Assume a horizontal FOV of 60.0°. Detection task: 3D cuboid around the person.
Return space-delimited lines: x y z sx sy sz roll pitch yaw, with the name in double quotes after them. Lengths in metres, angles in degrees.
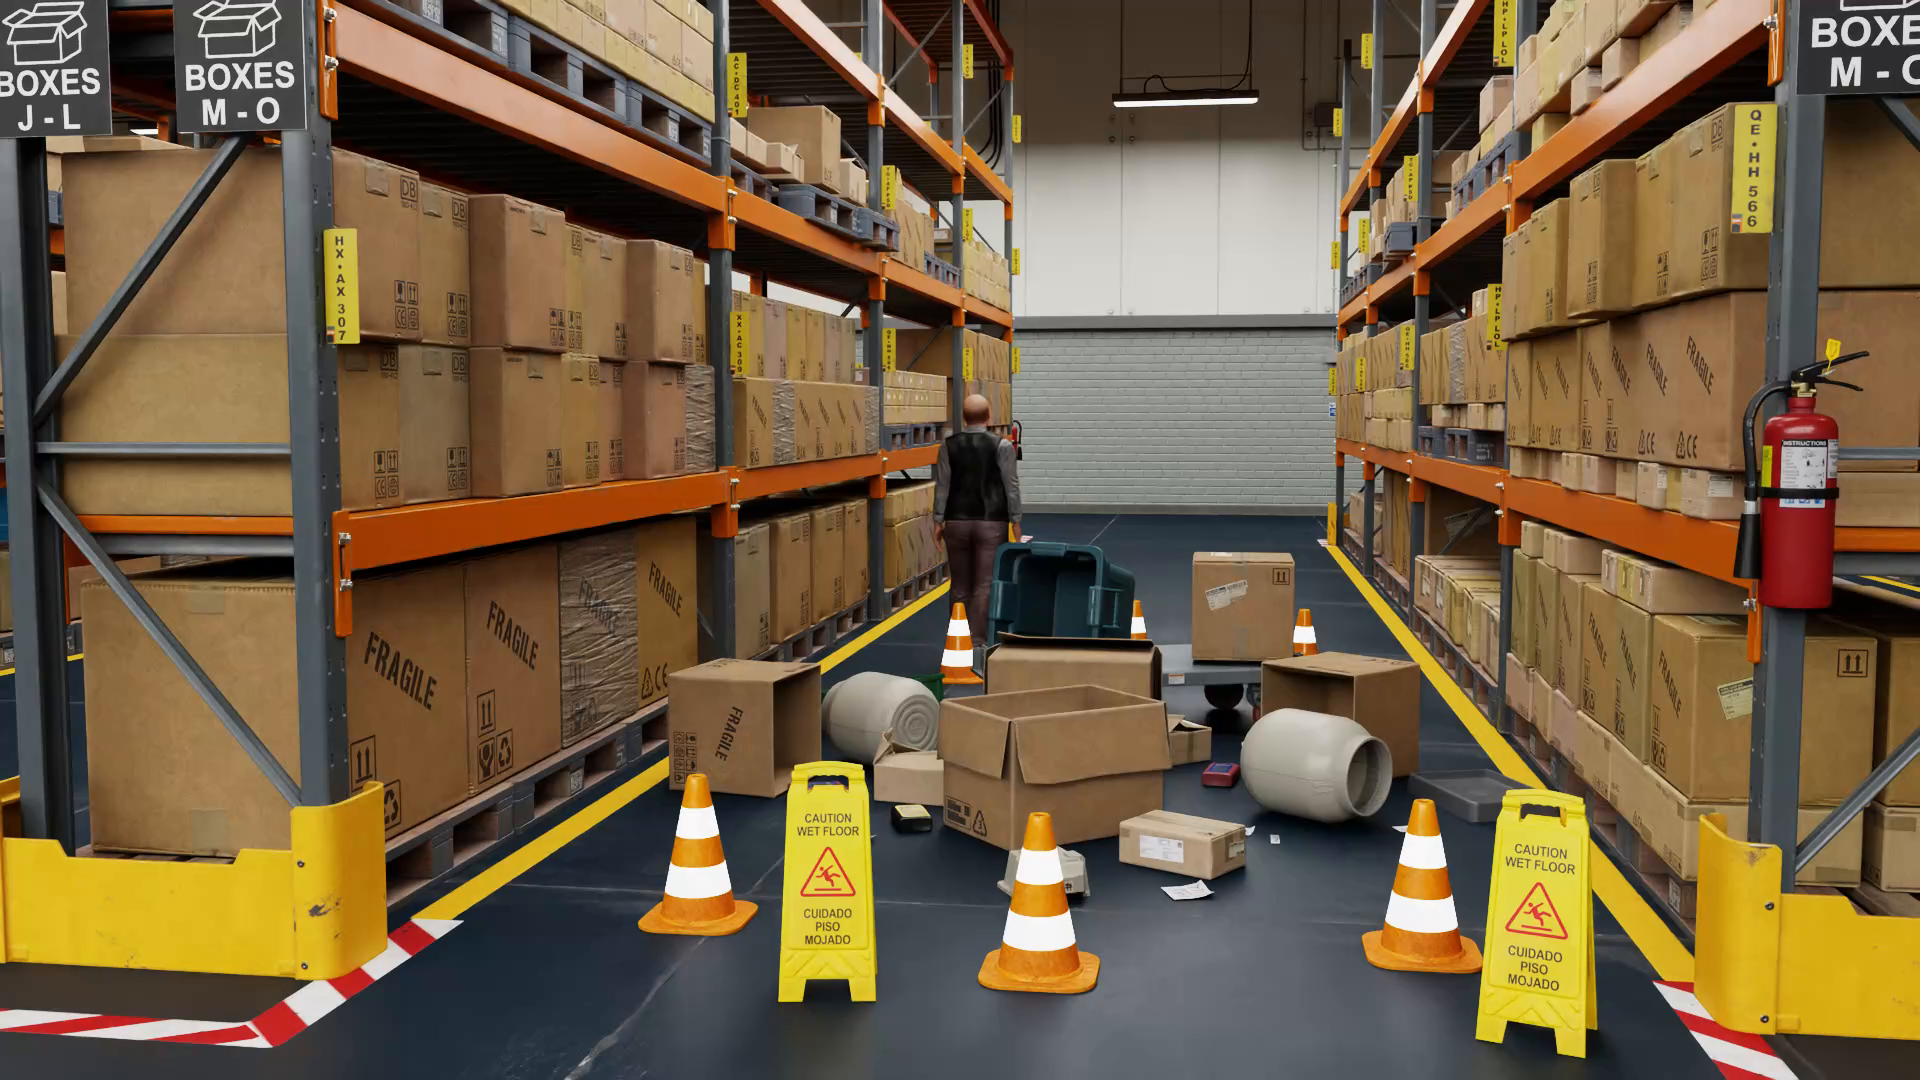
0.112 -0.101 10.693 0.563 1.663 0.501 2 5 21 "person"
